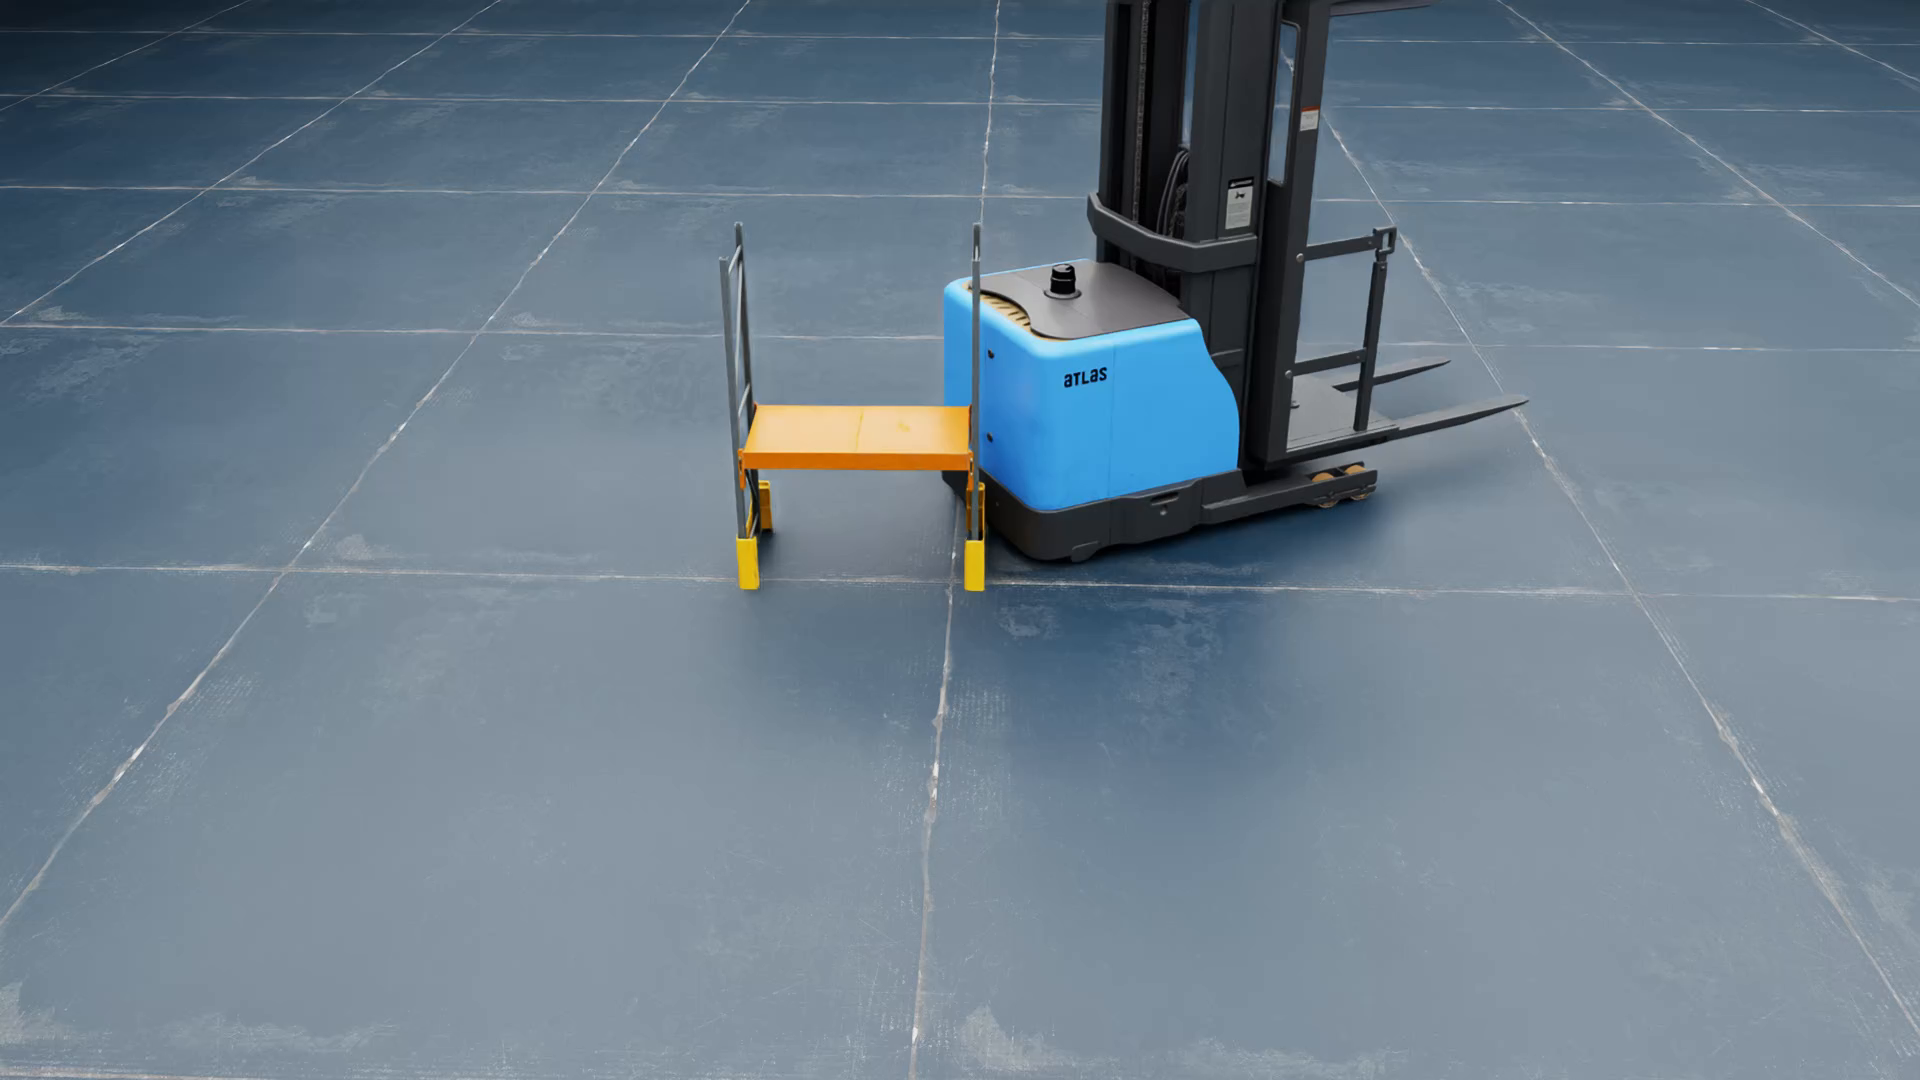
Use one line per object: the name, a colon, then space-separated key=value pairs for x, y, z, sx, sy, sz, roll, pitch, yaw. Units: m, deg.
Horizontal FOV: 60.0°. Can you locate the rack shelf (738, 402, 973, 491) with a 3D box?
rack shelf: x=-0.440 y=-0.417 z=7.319 sx=1.000 sy=0.185 sz=0.538 roll=0 pitch=28 yaw=1

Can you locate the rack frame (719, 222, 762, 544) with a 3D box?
rack frame: x=-0.948 y=-0.579 z=7.241 sx=0.032 sy=1.500 sz=0.500 roll=0 pitch=28 yaw=1

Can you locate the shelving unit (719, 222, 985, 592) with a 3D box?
shelving unit: x=-0.431 y=-0.576 z=7.234 sx=1.083 sy=1.500 sz=0.587 roll=0 pitch=28 yaw=1

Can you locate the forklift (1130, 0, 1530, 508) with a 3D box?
forklift: x=1.466 y=-1.656 z=7.744 sx=3.031 sy=2.935 sz=1.121 roll=-13 pitch=31 yaw=-23

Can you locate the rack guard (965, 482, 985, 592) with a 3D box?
rack guard: x=0.067 y=-0.020 z=7.521 sx=0.087 sy=0.250 sz=0.587 roll=0 pitch=28 yaw=1

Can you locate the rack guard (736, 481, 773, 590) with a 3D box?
rack guard: x=-0.929 y=-0.027 z=7.534 sx=0.087 sy=0.250 sz=0.587 roll=0 pitch=28 yaw=1

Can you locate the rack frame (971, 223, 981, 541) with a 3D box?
rack frame: x=0.069 y=-0.572 z=7.228 sx=0.032 sy=1.500 sz=0.500 roll=0 pitch=28 yaw=1
